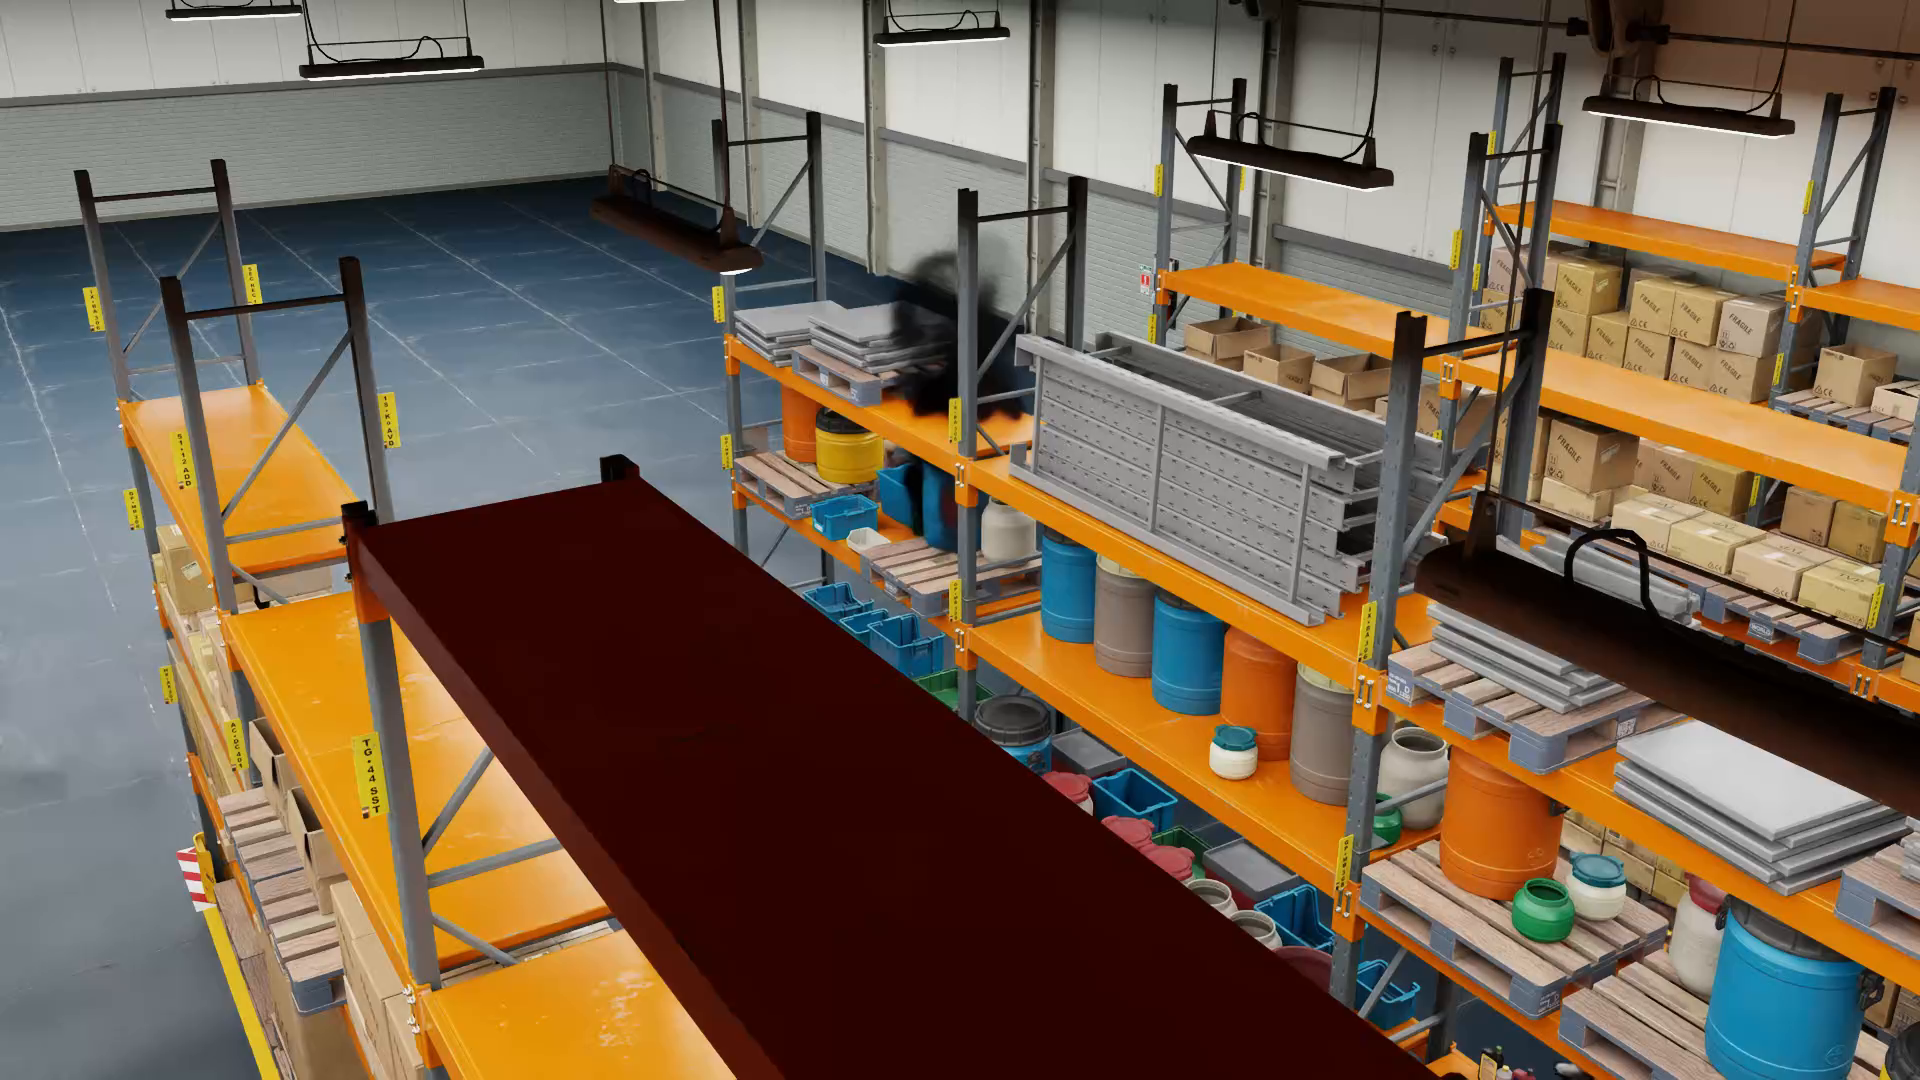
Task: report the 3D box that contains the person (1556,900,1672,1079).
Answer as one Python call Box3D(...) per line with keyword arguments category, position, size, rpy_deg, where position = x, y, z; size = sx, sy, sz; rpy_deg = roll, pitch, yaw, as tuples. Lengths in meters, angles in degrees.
Box3D(category="person", position=(4.544, 3.152, 11.223), size=(0.570, 1.665, 0.960), rpy_deg=(-18, 28, -37))

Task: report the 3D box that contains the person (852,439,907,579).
Box3D(category="person", position=(-0.828, -0.334, 19.832), size=(0.988, 1.802, 0.687), rpy_deg=(1, 22, 3))
